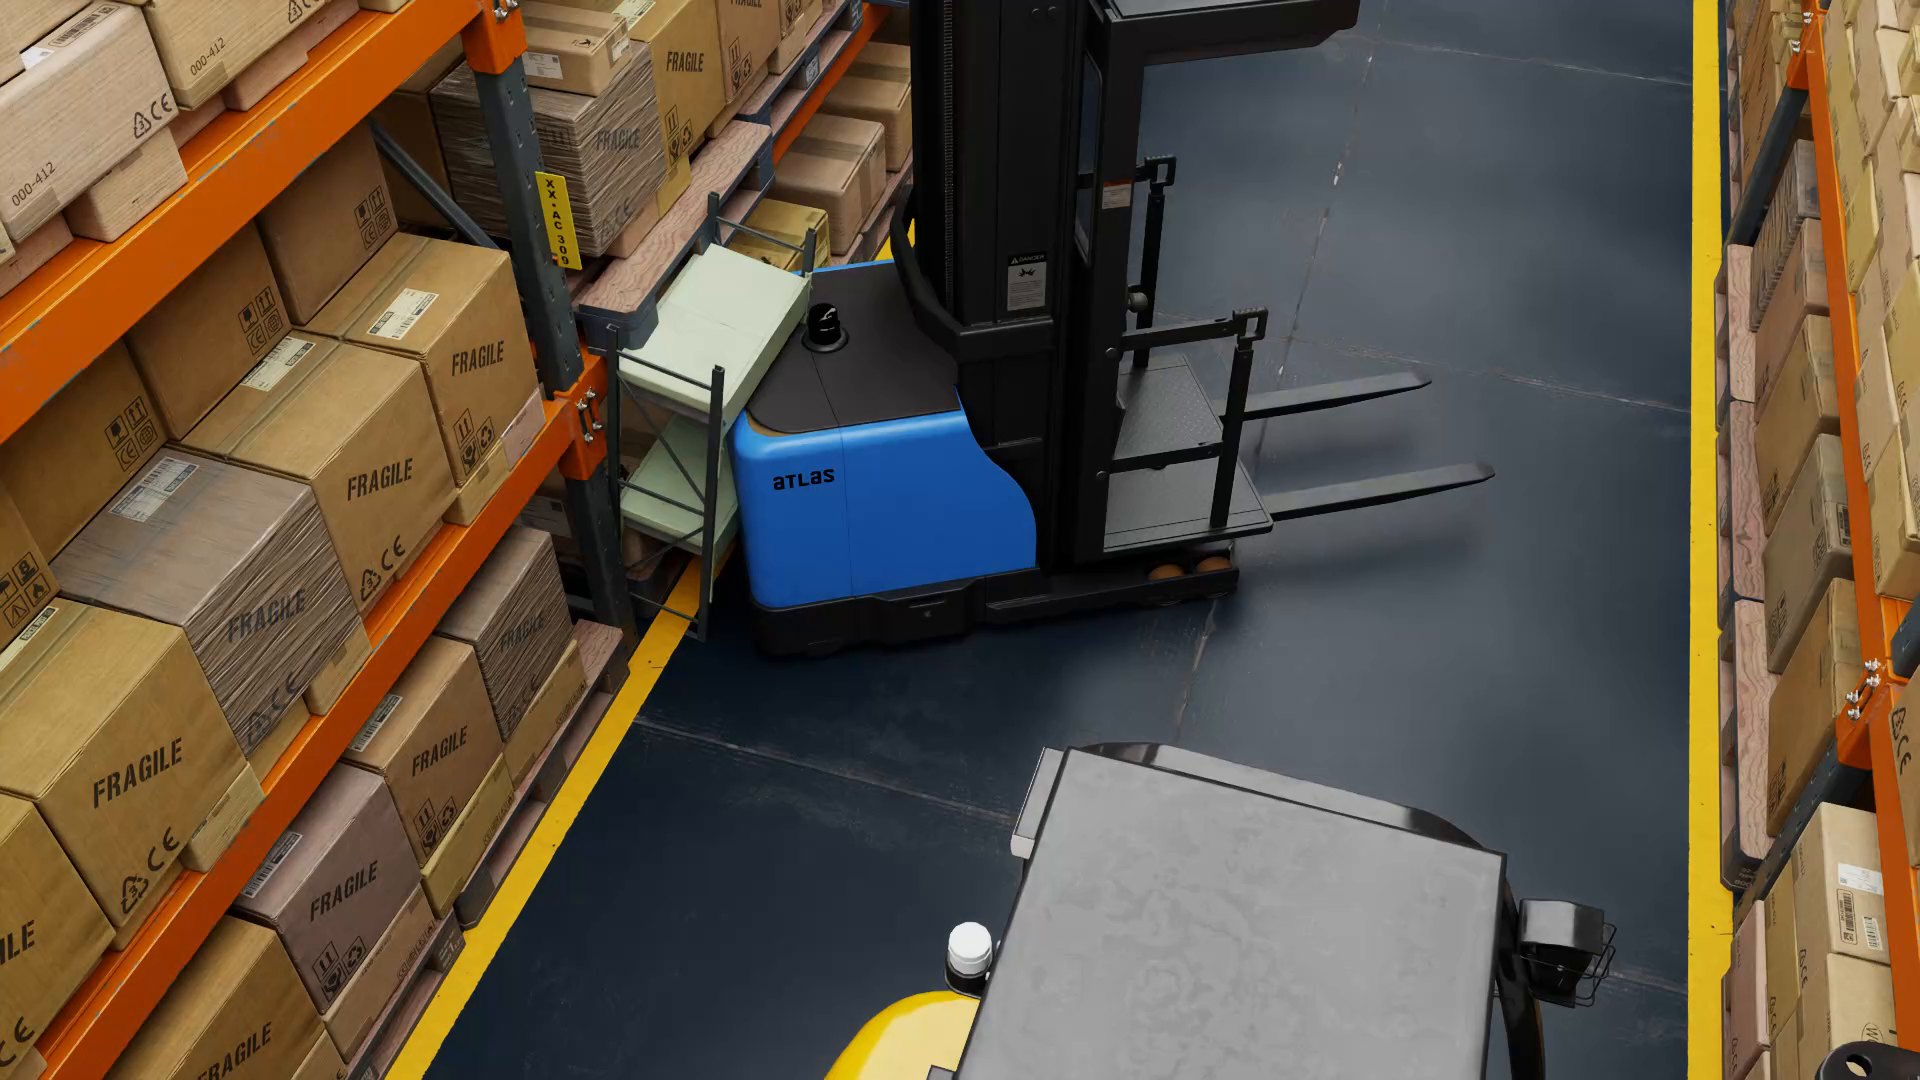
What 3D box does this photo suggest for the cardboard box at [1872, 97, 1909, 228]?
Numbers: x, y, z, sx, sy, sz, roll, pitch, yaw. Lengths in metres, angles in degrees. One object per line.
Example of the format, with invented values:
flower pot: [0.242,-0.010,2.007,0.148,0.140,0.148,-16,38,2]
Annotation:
cardboard box: [3.399,-1.223,5.605,0.500,0.250,0.500,13,46,13]

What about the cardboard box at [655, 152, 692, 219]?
cardboard box: [-1.165,-1.275,5.788,0.380,0.149,0.250,13,46,13]

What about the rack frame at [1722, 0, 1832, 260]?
rack frame: [4.225,-2.366,7.024,1.000,3.000,0.127,13,46,13]

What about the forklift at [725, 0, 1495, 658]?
forklift: [0.609,-1.145,5.824,3.031,2.935,1.130,-9,45,-9]

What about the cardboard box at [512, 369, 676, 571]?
cardboard box: [-1.561,-0.310,6.501,0.950,0.372,0.625,13,46,13]

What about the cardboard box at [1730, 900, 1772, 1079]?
cardboard box: [2.552,1.385,4.856,0.500,0.250,0.500,13,46,13]

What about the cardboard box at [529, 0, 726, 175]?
cardboard box: [-1.151,-1.627,5.684,0.500,0.500,0.500,13,46,13]

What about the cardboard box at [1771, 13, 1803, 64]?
cardboard box: [4.187,-2.426,8.108,0.380,0.149,0.250,10,45,10]

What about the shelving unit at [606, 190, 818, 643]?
shelving unit: [-0.914,-0.402,6.025,0.431,1.500,0.755,21,51,6]

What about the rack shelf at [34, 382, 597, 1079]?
rack shelf: [-2.323,0.841,4.260,1.077,0.370,4.000,13,46,13]

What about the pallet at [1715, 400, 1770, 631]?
pallet: [3.568,-0.019,6.618,1.003,0.211,1.213,13,46,13]

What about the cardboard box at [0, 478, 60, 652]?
cardboard box: [-2.482,0.030,3.575,0.700,0.500,0.500,12,46,12]

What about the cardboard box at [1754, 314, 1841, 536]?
cardboard box: [3.629,-0.369,6.380,0.875,0.625,0.625,11,45,11]

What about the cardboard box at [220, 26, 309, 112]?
cardboard box: [-1.737,-1.131,3.796,0.380,0.149,0.250,13,46,13]

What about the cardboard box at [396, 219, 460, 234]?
cardboard box: [-1.825,-1.211,5.722,0.380,0.149,0.250,13,46,13]

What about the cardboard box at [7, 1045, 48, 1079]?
cardboard box: [-2.241,1.154,3.605,0.380,0.149,0.250,14,46,14]

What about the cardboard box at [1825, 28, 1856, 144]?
cardboard box: [3.701,-1.735,6.485,0.500,0.250,0.500,12,46,12]

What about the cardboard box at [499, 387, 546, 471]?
cardboard box: [-1.524,-0.380,5.174,0.380,0.149,0.250,12,46,12]

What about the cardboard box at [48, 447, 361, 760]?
cardboard box: [-1.917,0.149,4.169,0.500,0.500,0.500,14,46,14]

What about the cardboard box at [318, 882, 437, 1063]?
cardboard box: [-1.951,1.230,5.014,0.500,0.250,0.500,13,46,13]

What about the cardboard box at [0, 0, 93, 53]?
cardboard box: [-1.906,-1.061,3.155,0.380,0.149,0.250,12,46,12]

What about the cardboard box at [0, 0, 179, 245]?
cardboard box: [-1.915,-0.849,3.223,0.500,0.250,0.500,12,46,12]

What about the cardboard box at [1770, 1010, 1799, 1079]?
cardboard box: [2.423,1.547,4.333,0.500,0.250,0.500,12,46,12]

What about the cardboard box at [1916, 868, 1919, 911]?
cardboard box: [2.489,0.855,3.660,0.500,0.500,0.500,13,46,13]

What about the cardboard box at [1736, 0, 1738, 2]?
cardboard box: [4.769,-3.326,9.491,0.500,0.500,0.500,11,45,11]

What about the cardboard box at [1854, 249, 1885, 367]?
cardboard box: [3.244,-0.699,5.427,0.500,0.250,0.500,13,46,13]

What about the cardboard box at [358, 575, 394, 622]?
cardboard box: [-1.835,0.108,4.675,0.380,0.149,0.250,12,46,12]

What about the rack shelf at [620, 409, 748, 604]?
rack shelf: [-0.965,-0.203,6.278,0.431,0.370,0.720,21,51,6]

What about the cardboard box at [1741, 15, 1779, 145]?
cardboard box: [4.310,-2.282,8.424,0.500,0.500,0.500,12,46,12]

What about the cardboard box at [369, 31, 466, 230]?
cardboard box: [-1.796,-1.398,5.449,0.500,0.500,0.500,12,46,12]

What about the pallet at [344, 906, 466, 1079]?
pallet: [-2.255,1.519,5.047,1.003,0.211,1.213,13,46,13]

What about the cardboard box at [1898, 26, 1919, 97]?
cardboard box: [3.467,-1.621,5.727,0.380,0.149,0.250,13,46,13]

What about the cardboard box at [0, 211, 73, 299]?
cardboard box: [-2.007,-0.619,3.272,0.380,0.149,0.250,13,46,13]

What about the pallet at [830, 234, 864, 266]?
pallet: [-1.116,-1.088,7.710,1.003,0.211,1.213,13,46,13]

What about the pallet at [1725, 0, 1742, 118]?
pallet: [4.859,-2.670,9.328,1.003,0.211,1.213,13,46,13]

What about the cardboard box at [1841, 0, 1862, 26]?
cardboard box: [3.834,-2.253,6.657,0.500,0.250,0.500,12,46,12]

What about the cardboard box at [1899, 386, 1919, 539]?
cardboard box: [2.919,-0.207,4.566,0.500,0.250,0.500,12,46,12]

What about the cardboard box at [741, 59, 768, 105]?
cardboard box: [-0.958,-1.808,6.332,0.380,0.149,0.250,13,46,13]

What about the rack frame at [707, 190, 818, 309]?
rack frame: [-0.789,-0.659,6.252,0.400,1.500,0.023,21,51,6]

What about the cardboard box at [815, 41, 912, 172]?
cardboard box: [-0.687,-2.252,8.485,0.950,0.372,0.625,10,45,10]

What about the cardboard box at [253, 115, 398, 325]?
cardboard box: [-2.057,-1.001,4.629,0.700,0.500,0.500,12,46,12]

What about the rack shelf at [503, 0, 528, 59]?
rack shelf: [-1.112,-2.897,5.936,1.077,0.370,4.000,13,46,13]

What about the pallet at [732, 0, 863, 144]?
pallet: [-1.067,-2.019,6.805,1.003,0.211,1.213,13,46,13]

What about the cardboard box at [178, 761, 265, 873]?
cardboard box: [-1.978,0.641,4.130,0.380,0.149,0.250,13,46,13]

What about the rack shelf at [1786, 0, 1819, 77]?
rack shelf: [4.831,-3.442,8.638,1.077,0.370,4.000,13,46,13]

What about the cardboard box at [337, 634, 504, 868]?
cardboard box: [-1.793,0.606,5.115,0.500,0.500,0.500,13,46,13]
